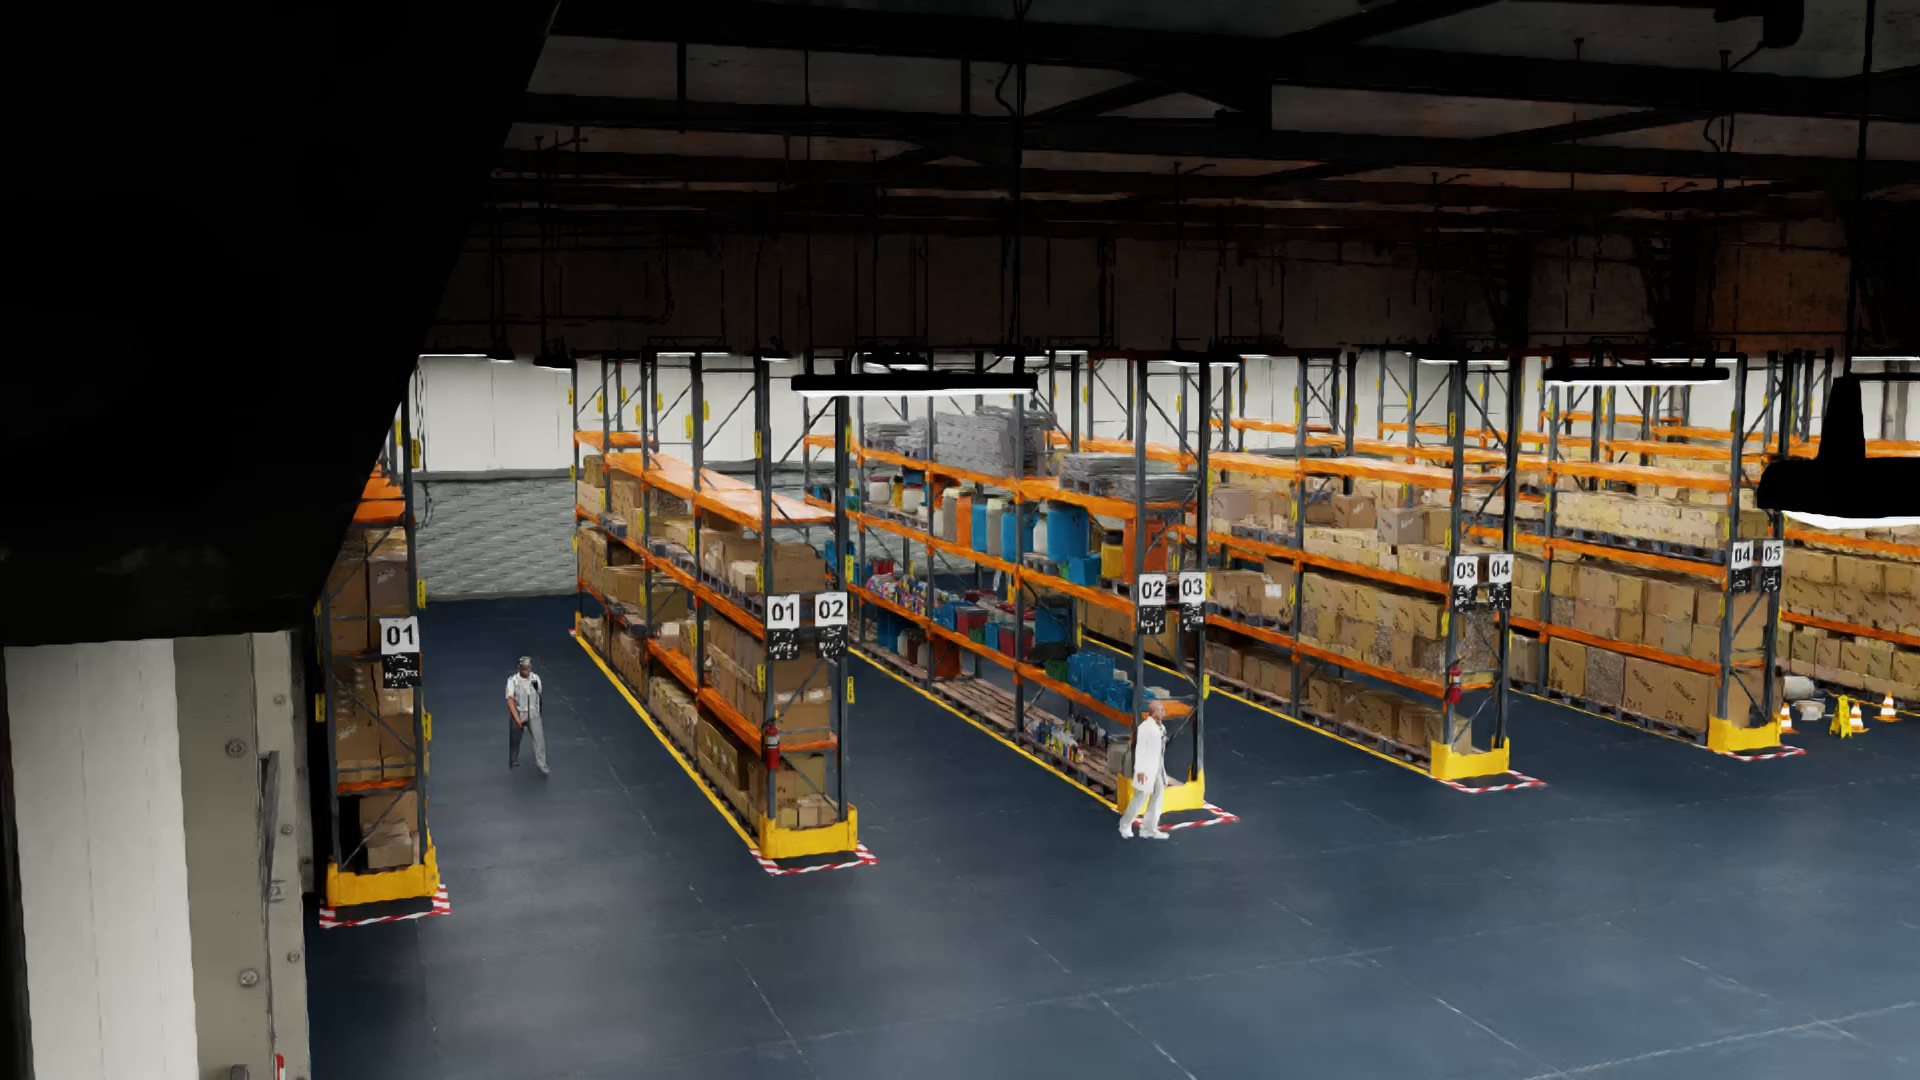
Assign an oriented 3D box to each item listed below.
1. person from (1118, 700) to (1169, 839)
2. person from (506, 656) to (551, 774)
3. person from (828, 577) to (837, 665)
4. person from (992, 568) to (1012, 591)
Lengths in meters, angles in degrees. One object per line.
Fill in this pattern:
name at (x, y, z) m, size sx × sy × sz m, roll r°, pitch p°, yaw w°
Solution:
person at (2.311, 2.871, 20.882) m, size 0.628 × 1.766 × 0.614 m, roll 5°, pitch 8°, yaw 32°
person at (-6.265, 2.499, 23.935) m, size 0.535 × 1.708 × 1.036 m, roll -4°, pitch 8°, yaw -29°
person at (-2.438, 1.538, 31.808) m, size 0.575 × 1.665 × 0.572 m, roll 0°, pitch 7°, yaw 2°
person at (1.108, 0.395, 41.034) m, size 0.567 × 1.660 × 0.691 m, roll 2°, pitch 7°, yaw 19°
